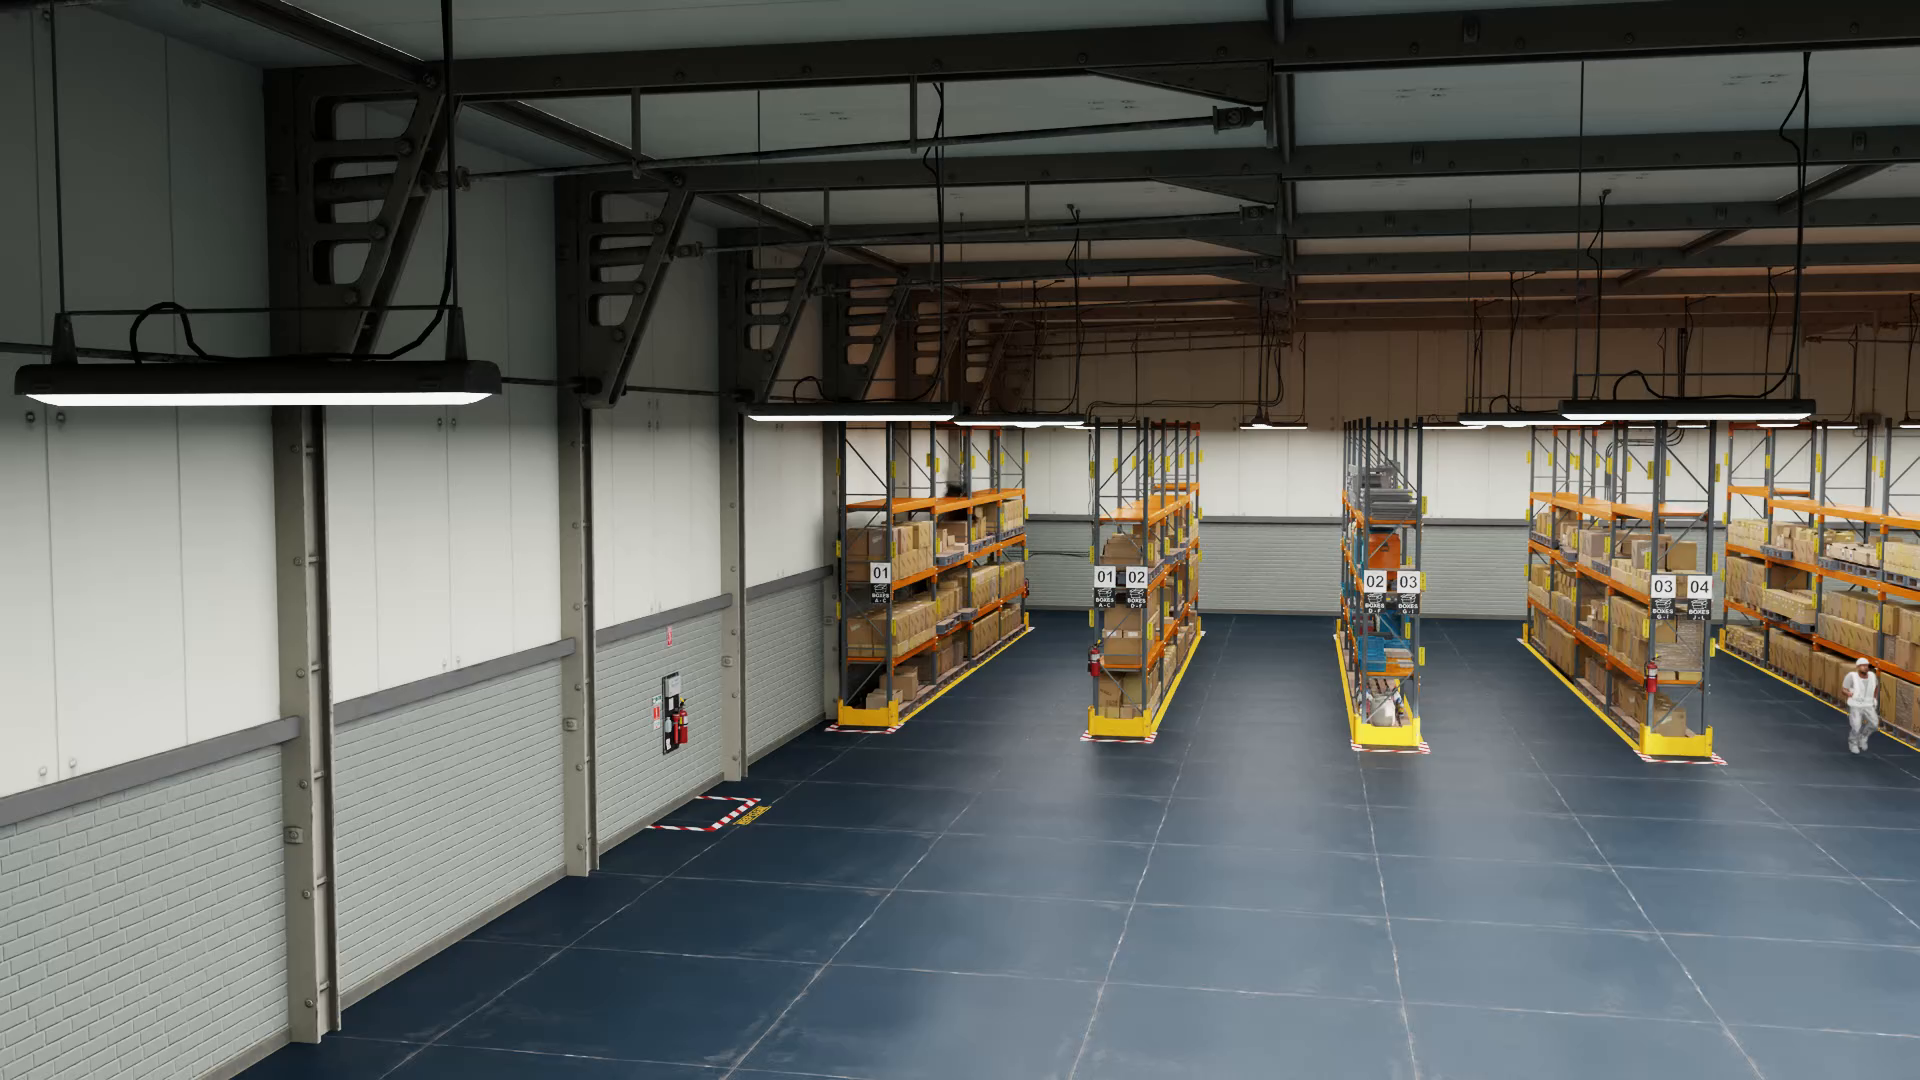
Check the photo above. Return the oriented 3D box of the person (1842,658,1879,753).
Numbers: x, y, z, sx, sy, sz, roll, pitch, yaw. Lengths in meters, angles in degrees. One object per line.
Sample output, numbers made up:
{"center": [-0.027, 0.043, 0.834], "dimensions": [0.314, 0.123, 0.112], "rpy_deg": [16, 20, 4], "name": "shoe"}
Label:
{"center": [16.003, 2.944, 29.478], "dimensions": [0.689, 1.724, 0.673], "rpy_deg": [0, 4, 6], "name": "person"}
